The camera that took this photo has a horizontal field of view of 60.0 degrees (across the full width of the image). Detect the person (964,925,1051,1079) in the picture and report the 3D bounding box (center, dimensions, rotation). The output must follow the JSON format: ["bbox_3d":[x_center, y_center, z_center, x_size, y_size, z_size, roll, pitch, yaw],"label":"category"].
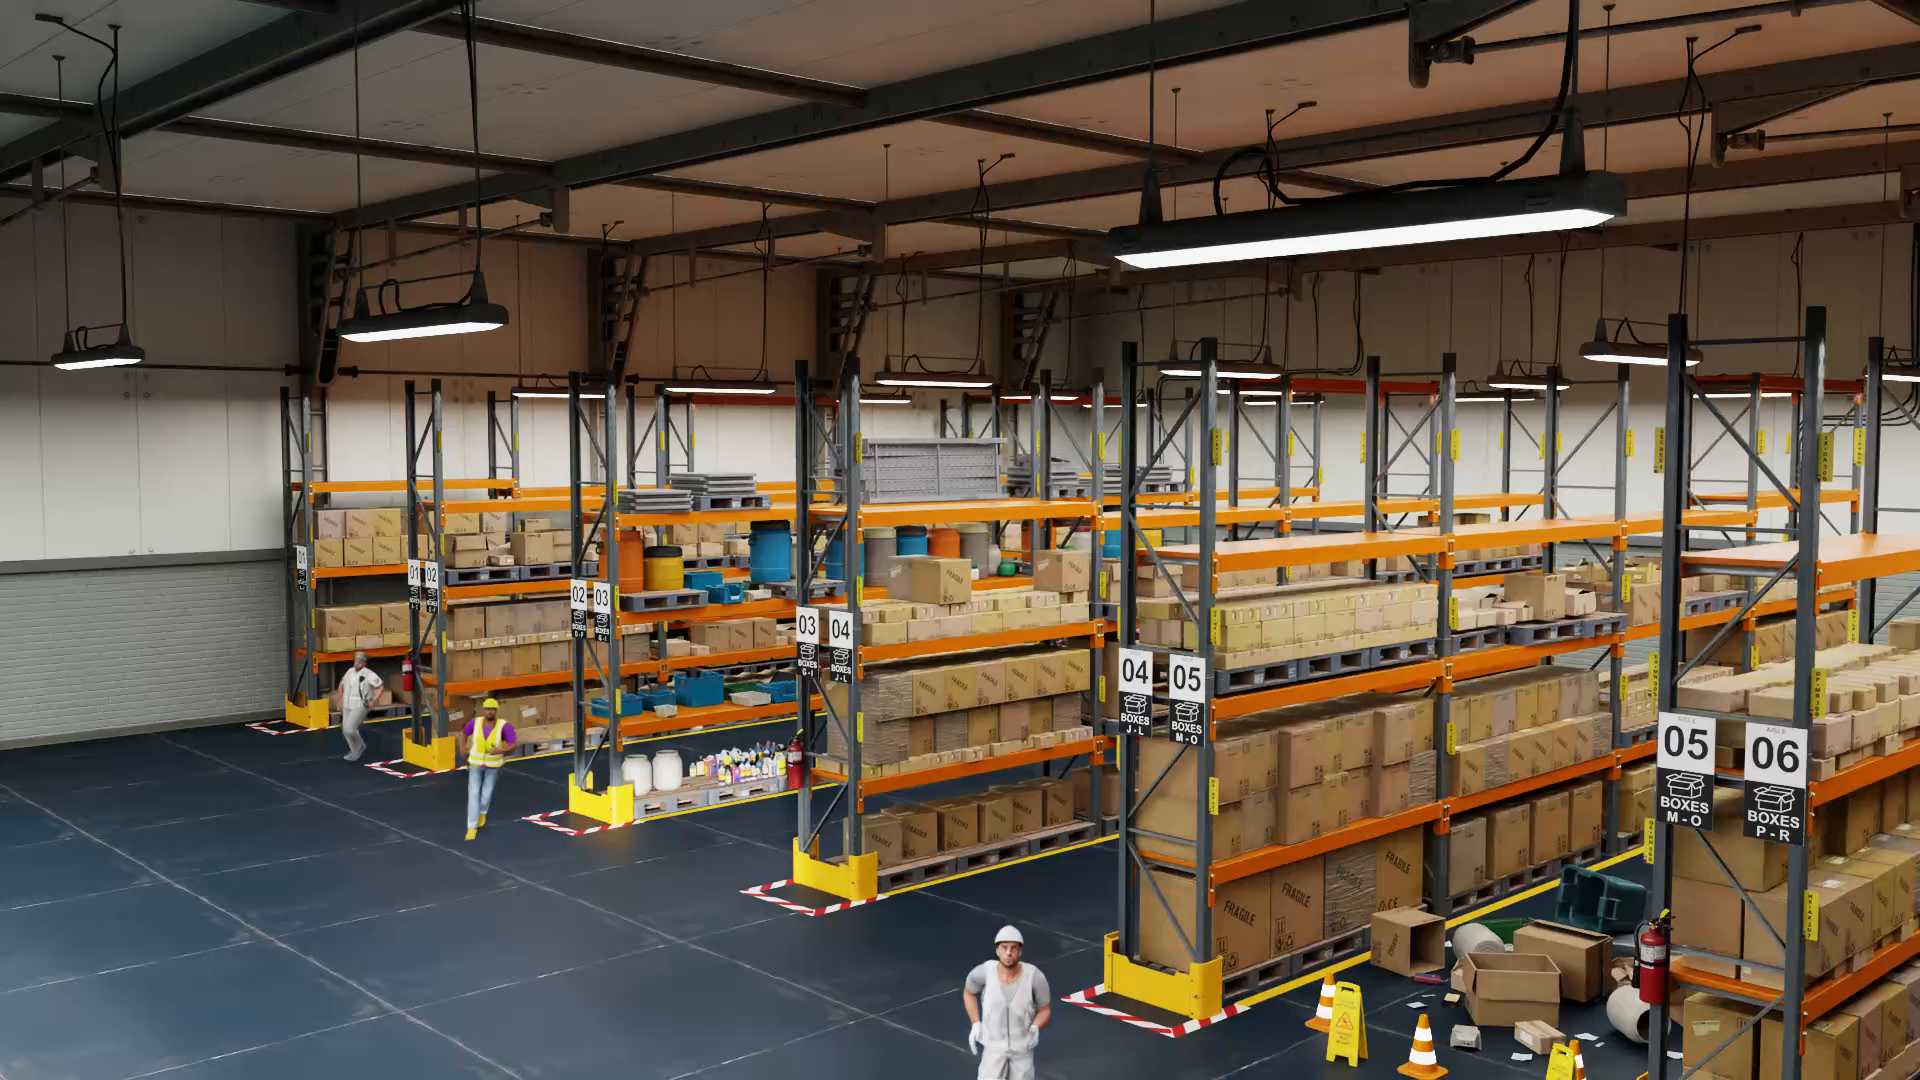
[{"bbox_3d":[0.335,3.545,11.588,0.611,1.726,0.677,0,4,-1],"label":"person"}]

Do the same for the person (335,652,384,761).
[{"bbox_3d":[-9.512,2.628,26.208,0.736,1.751,0.571,1,4,21],"label":"person"}]

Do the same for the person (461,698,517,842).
[{"bbox_3d":[-6.090,2.915,21.515,0.721,1.768,0.921,-1,4,-10],"label":"person"}]
